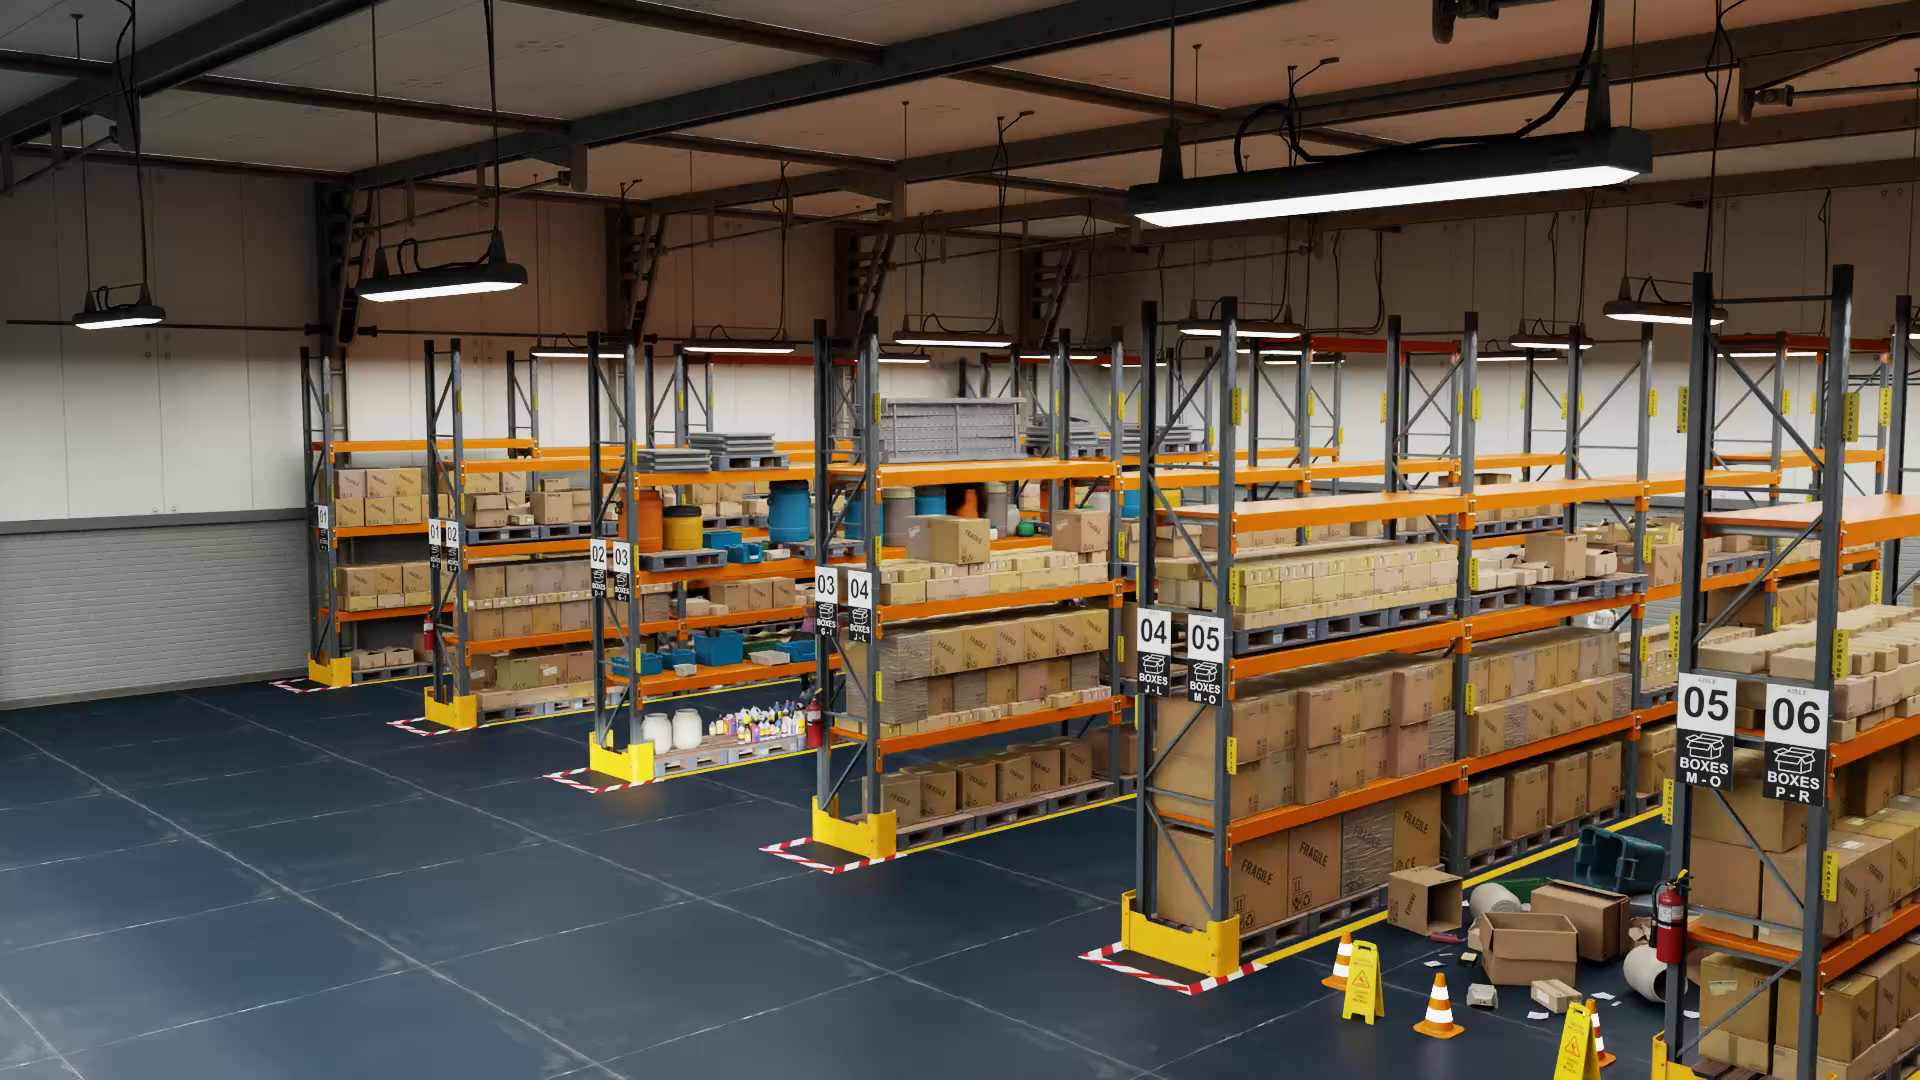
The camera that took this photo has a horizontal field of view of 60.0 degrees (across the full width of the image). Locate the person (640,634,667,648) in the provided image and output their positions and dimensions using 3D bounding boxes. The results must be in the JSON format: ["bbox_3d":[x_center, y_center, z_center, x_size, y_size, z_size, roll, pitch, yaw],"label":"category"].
[{"bbox_3d":[-5.905,1.602,31.724,0.603,1.622,1.003,3,6,35],"label":"person"}]

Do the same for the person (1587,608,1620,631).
[{"bbox_3d":[11.601,1.717,29.848,0.640,1.657,0.524,0,5,-4],"label":"person"}]

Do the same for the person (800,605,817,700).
[{"bbox_3d":[-2.512,1.889,28.167,0.507,1.607,0.697,4,7,40],"label":"person"}]
